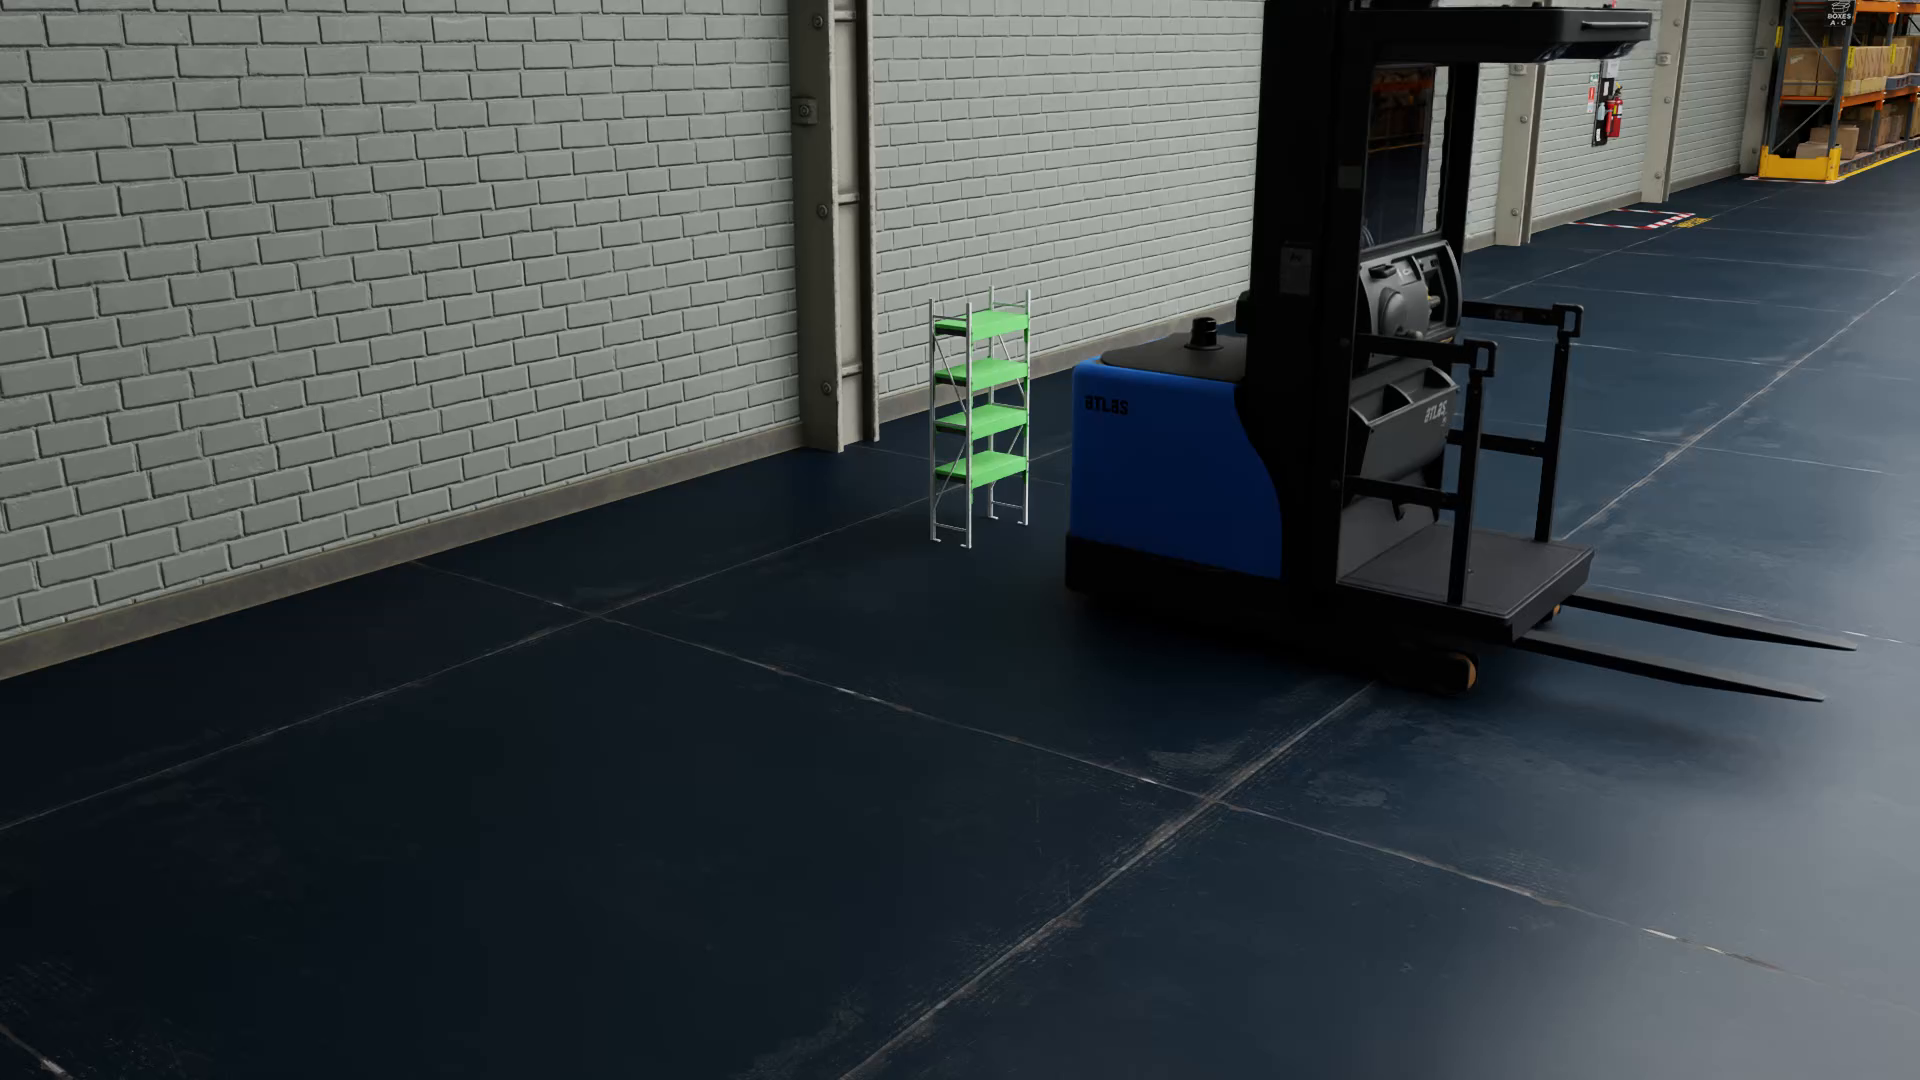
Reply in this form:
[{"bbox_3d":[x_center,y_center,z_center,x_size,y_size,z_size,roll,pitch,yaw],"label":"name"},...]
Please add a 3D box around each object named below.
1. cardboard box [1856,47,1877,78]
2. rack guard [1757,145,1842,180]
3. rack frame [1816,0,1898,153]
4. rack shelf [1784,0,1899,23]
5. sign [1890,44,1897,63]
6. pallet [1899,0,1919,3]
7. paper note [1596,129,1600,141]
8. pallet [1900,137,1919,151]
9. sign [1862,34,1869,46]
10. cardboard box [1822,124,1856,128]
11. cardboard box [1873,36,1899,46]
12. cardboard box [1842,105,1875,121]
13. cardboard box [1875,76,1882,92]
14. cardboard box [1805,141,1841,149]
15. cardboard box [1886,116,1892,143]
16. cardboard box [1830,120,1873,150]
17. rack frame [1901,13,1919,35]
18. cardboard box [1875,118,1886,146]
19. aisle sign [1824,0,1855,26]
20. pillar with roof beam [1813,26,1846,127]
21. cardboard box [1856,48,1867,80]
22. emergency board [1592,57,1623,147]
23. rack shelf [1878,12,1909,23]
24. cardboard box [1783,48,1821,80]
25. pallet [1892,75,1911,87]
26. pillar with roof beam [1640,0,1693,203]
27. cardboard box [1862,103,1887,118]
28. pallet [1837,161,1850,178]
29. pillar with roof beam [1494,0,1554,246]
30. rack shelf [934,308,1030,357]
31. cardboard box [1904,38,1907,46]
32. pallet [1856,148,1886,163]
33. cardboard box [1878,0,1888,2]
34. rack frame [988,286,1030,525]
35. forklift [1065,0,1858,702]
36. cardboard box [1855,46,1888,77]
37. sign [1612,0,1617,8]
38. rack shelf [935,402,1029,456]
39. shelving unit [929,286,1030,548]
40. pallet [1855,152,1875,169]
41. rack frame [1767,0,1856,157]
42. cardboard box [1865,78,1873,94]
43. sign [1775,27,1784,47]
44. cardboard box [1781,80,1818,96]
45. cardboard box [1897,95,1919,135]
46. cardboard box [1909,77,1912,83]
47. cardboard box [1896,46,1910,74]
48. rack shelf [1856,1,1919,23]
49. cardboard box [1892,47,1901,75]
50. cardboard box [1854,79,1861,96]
[{"bbox_3d":[15.284,-8.145,28.368,0.500,0.500,0.500,13,22,36],"label":"cardboard box"},{"bbox_3d":[13.890,-6.249,27.525,1.175,0.500,0.348,12,21,35],"label":"rack guard"},{"bbox_3d":[16.228,-8.378,30.163,1.000,3.000,0.127,12,21,35],"label":"rack frame"},{"bbox_3d":[15.036,-8.990,28.291,1.077,0.370,4.000,12,21,35],"label":"rack shelf"},{"bbox_3d":[16.668,-8.697,29.732,0.100,0.325,0.005,12,21,35],"label":"sign"},{"bbox_3d":[16.681,-9.849,30.159,1.213,0.211,1.003,12,21,35],"label":"pallet"},{"bbox_3d":[8.328,-5.283,21.683,0.016,0.148,0.142,12,21,35],"label":"paper note"},{"bbox_3d":[19.142,-8.173,34.207,1.003,0.211,1.213,12,21,35],"label":"pallet"},{"bbox_3d":[18.164,-9.981,33.373,0.100,0.325,0.005,12,21,35],"label":"sign"},{"bbox_3d":[15.642,-7.140,29.650,0.500,0.500,0.500,11,20,31],"label":"cardboard box"},{"bbox_3d":[18.673,-10.042,33.554,0.500,0.250,0.500,13,22,36],"label":"cardboard box"},{"bbox_3d":[16.913,-8.036,31.271,0.500,0.250,0.500,12,21,34],"label":"cardboard box"},{"bbox_3d":[15.886,-8.032,29.270,0.500,0.250,0.500,13,21,35],"label":"cardboard box"},{"bbox_3d":[14.669,-6.636,28.346,0.500,0.311,0.500,15,22,39],"label":"cardboard box"},{"bbox_3d":[17.824,-8.064,32.626,0.700,0.500,0.500,12,21,35],"label":"cardboard box"},{"bbox_3d":[16.653,-7.572,31.043,0.700,0.500,0.500,13,22,37],"label":"cardboard box"},{"bbox_3d":[20.995,-10.283,36.299,1.000,3.000,0.127,12,21,35],"label":"rack frame"},{"bbox_3d":[17.257,-7.819,31.836,0.700,0.500,0.500,13,21,35],"label":"cardboard box"},{"bbox_3d":[14.043,-8.596,26.484,0.394,0.787,0.004,12,21,35],"label":"aisle sign"},{"bbox_3d":[20.599,-11.278,29.387,9.100,9.000,0.400,12,21,35],"label":"pillar with roof beam"},{"bbox_3d":[14.673,-7.898,27.572,0.500,0.500,0.500,12,21,35],"label":"cardboard box"},{"bbox_3d":[8.489,-5.734,21.649,0.194,1.169,0.643,12,21,35],"label":"emergency board"},{"bbox_3d":[19.803,-10.896,34.427,1.077,0.370,4.000,12,21,35],"label":"rack shelf"},{"bbox_3d":[13.955,-7.871,27.486,0.500,0.500,0.500,12,21,34],"label":"cardboard box"},{"bbox_3d":[17.465,-8.760,31.718,1.003,0.211,1.213,12,21,35],"label":"pallet"},{"bbox_3d":[13.449,-8.420,20.183,9.100,9.000,0.400,12,21,35],"label":"pillar with roof beam"},{"bbox_3d":[17.532,-8.276,32.045,0.500,0.250,0.500,12,21,34],"label":"cardboard box"},{"bbox_3d":[14.402,-6.299,28.170,1.003,0.211,1.213,12,21,35],"label":"pallet"},{"bbox_3d":[9.874,-6.991,15.582,9.100,9.000,0.400,12,21,35],"label":"pillar with roof beam"},{"bbox_3d":[0.099,-1.010,8.069,0.258,0.148,0.480,12,21,35],"label":"rack shelf"},{"bbox_3d":[18.430,-9.811,32.773,0.380,0.149,0.250,9,20,28],"label":"cardboard box"},{"bbox_3d":[16.691,-7.232,31.175,1.003,0.211,1.213,12,21,35],"label":"pallet"},{"bbox_3d":[15.814,-9.585,28.792,0.500,0.500,0.500,10,20,30],"label":"cardboard box"},{"bbox_3d":[0.244,-0.671,8.380,0.240,1.200,0.015,12,21,35],"label":"rack frame"},{"bbox_3d":[1.950,-0.982,6.464,3.031,2.935,1.130,12,21,35],"label":"forklift"},{"bbox_3d":[15.902,-8.387,29.147,0.500,0.500,0.500,12,21,34],"label":"cardboard box"},{"bbox_3d":[8.404,-6.856,21.356,0.001,0.298,0.199,12,21,35],"label":"sign"},{"bbox_3d":[0.099,-0.551,8.212,0.258,0.148,0.480,12,21,35],"label":"rack shelf"},{"bbox_3d":[0.099,-0.612,8.193,0.258,1.200,0.503,12,21,35],"label":"shelving unit"},{"bbox_3d":[15.856,-6.880,30.042,1.003,0.211,1.213,12,21,35],"label":"pallet"},{"bbox_3d":[13.845,-7.425,27.096,1.000,3.000,0.127,12,21,35],"label":"rack frame"},{"bbox_3d":[15.300,-7.789,28.489,0.500,0.250,0.500,13,21,35],"label":"cardboard box"},{"bbox_3d":[13.411,-8.232,27.208,0.100,0.325,0.005,12,21,35],"label":"sign"},{"bbox_3d":[13.967,-7.508,27.584,0.500,0.250,0.500,13,21,35],"label":"cardboard box"},{"bbox_3d":[19.682,-8.864,34.646,0.750,0.750,0.750,12,21,34],"label":"cardboard box"},{"bbox_3d":[18.993,-9.257,33.386,0.380,0.149,0.250,12,21,34],"label":"cardboard box"},{"bbox_3d":[18.028,-9.337,32.341,0.700,0.500,0.500,10,20,30],"label":"cardboard box"},{"bbox_3d":[17.420,-9.943,31.359,1.077,0.370,4.000,12,21,35],"label":"rack shelf"},{"bbox_3d":[17.265,-9.045,31.402,0.700,0.500,0.500,16,24,42],"label":"cardboard box"},{"bbox_3d":[14.688,-7.549,27.715,0.500,0.250,0.500,12,21,33],"label":"cardboard box"}]
